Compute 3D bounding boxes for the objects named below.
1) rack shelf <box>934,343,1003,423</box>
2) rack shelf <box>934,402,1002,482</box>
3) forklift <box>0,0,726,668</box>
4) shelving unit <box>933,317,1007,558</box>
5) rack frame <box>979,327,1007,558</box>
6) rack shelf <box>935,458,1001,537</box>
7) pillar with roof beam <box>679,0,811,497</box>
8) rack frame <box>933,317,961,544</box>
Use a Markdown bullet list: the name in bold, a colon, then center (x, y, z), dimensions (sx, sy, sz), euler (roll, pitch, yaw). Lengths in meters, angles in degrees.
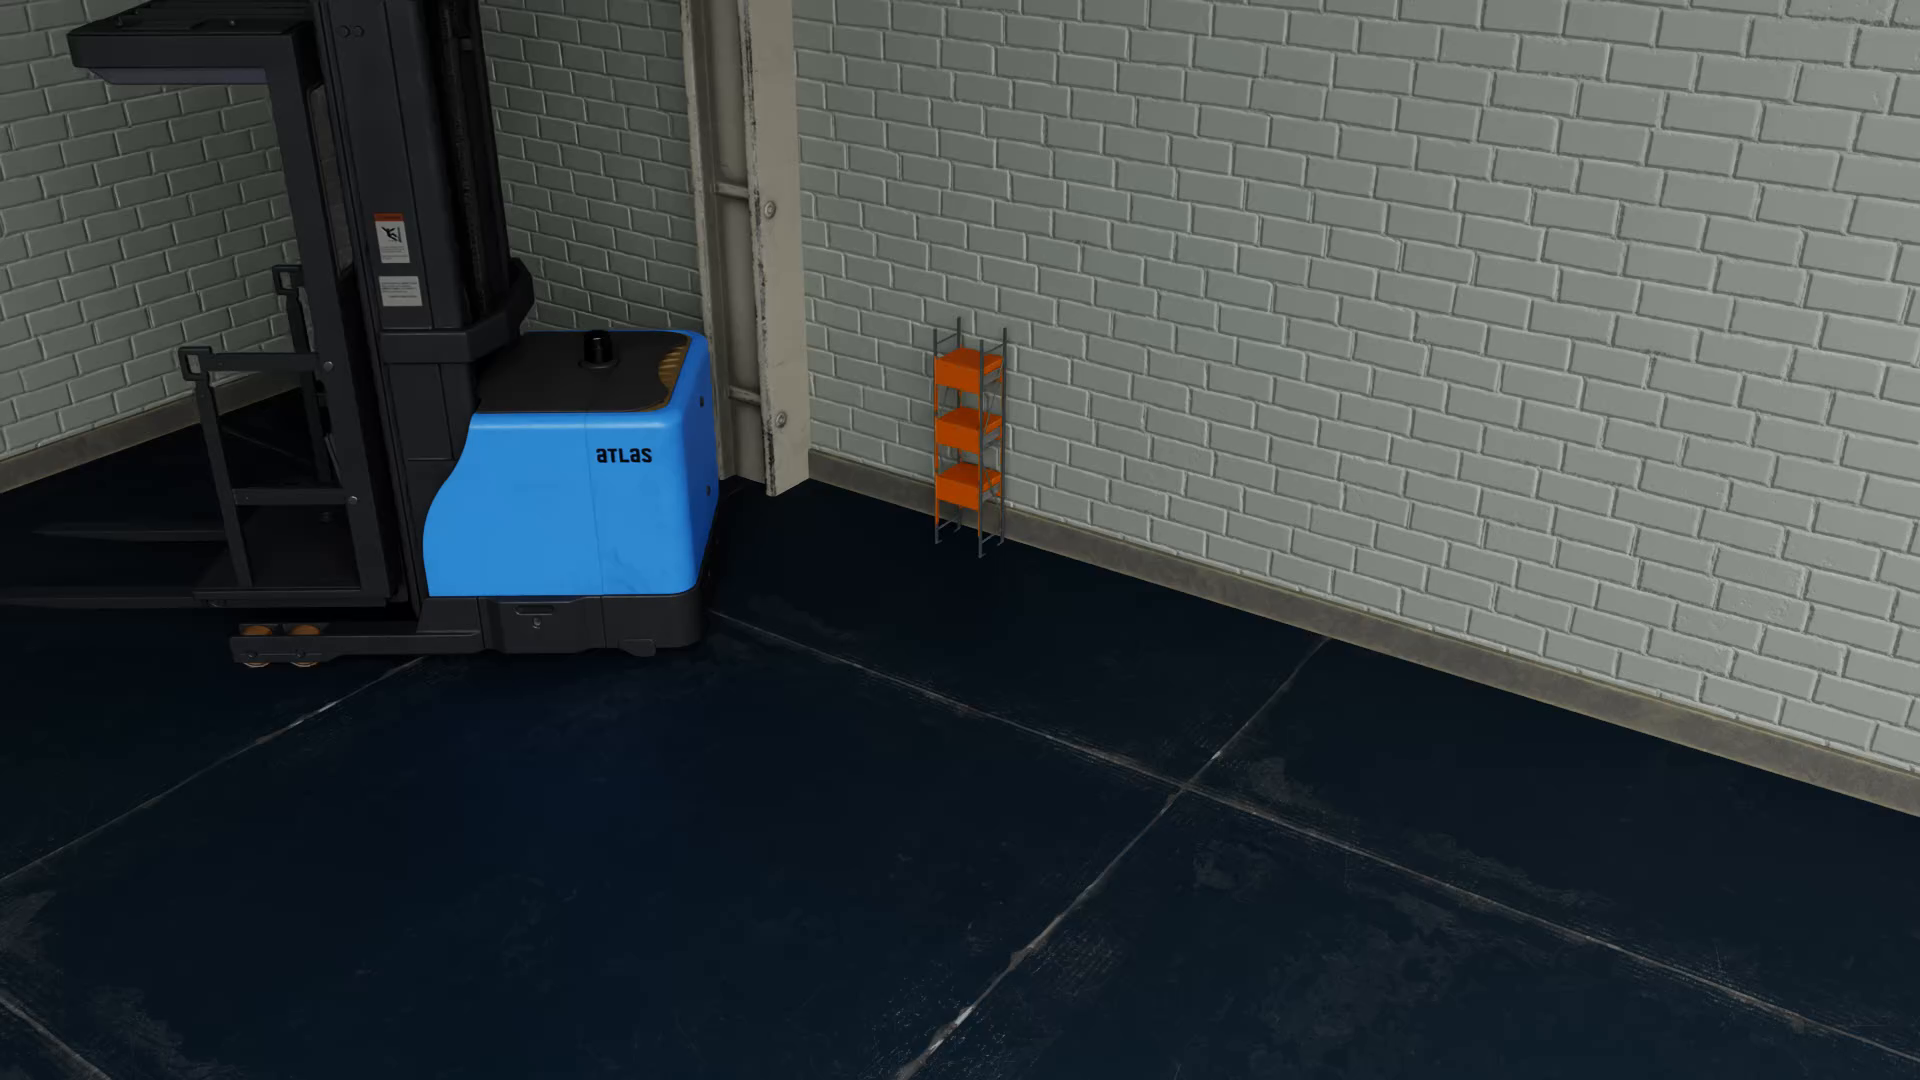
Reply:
- **rack shelf**: center (0.044, -0.698, 7.361), dimensions (0.240, 0.259, 0.215), euler (17, 32, 30)
- **rack shelf**: center (0.044, -0.445, 7.490), dimensions (0.240, 0.259, 0.215), euler (17, 32, 30)
- **forklift**: center (-2.575, -1.033, 6.547), dimensions (3.031, 2.935, 1.130), euler (0, 27, -1)
- **shelving unit**: center (0.044, -0.454, 7.485), dimensions (0.252, 1.050, 0.215), euler (17, 32, 30)
- **rack frame**: center (0.145, -0.423, 7.423), dimensions (0.008, 1.050, 0.200), euler (17, 32, 30)
- **rack shelf**: center (0.044, -0.197, 7.616), dimensions (0.240, 0.259, 0.215), euler (17, 32, 30)
- **pillar with roof beam**: center (-3.427, -2.721, 3.175), dimensions (0.400, 9.000, 9.100), euler (17, 32, 30)
- **rack frame**: center (-0.056, -0.485, 7.546), dimensions (0.008, 1.050, 0.200), euler (17, 32, 30)
